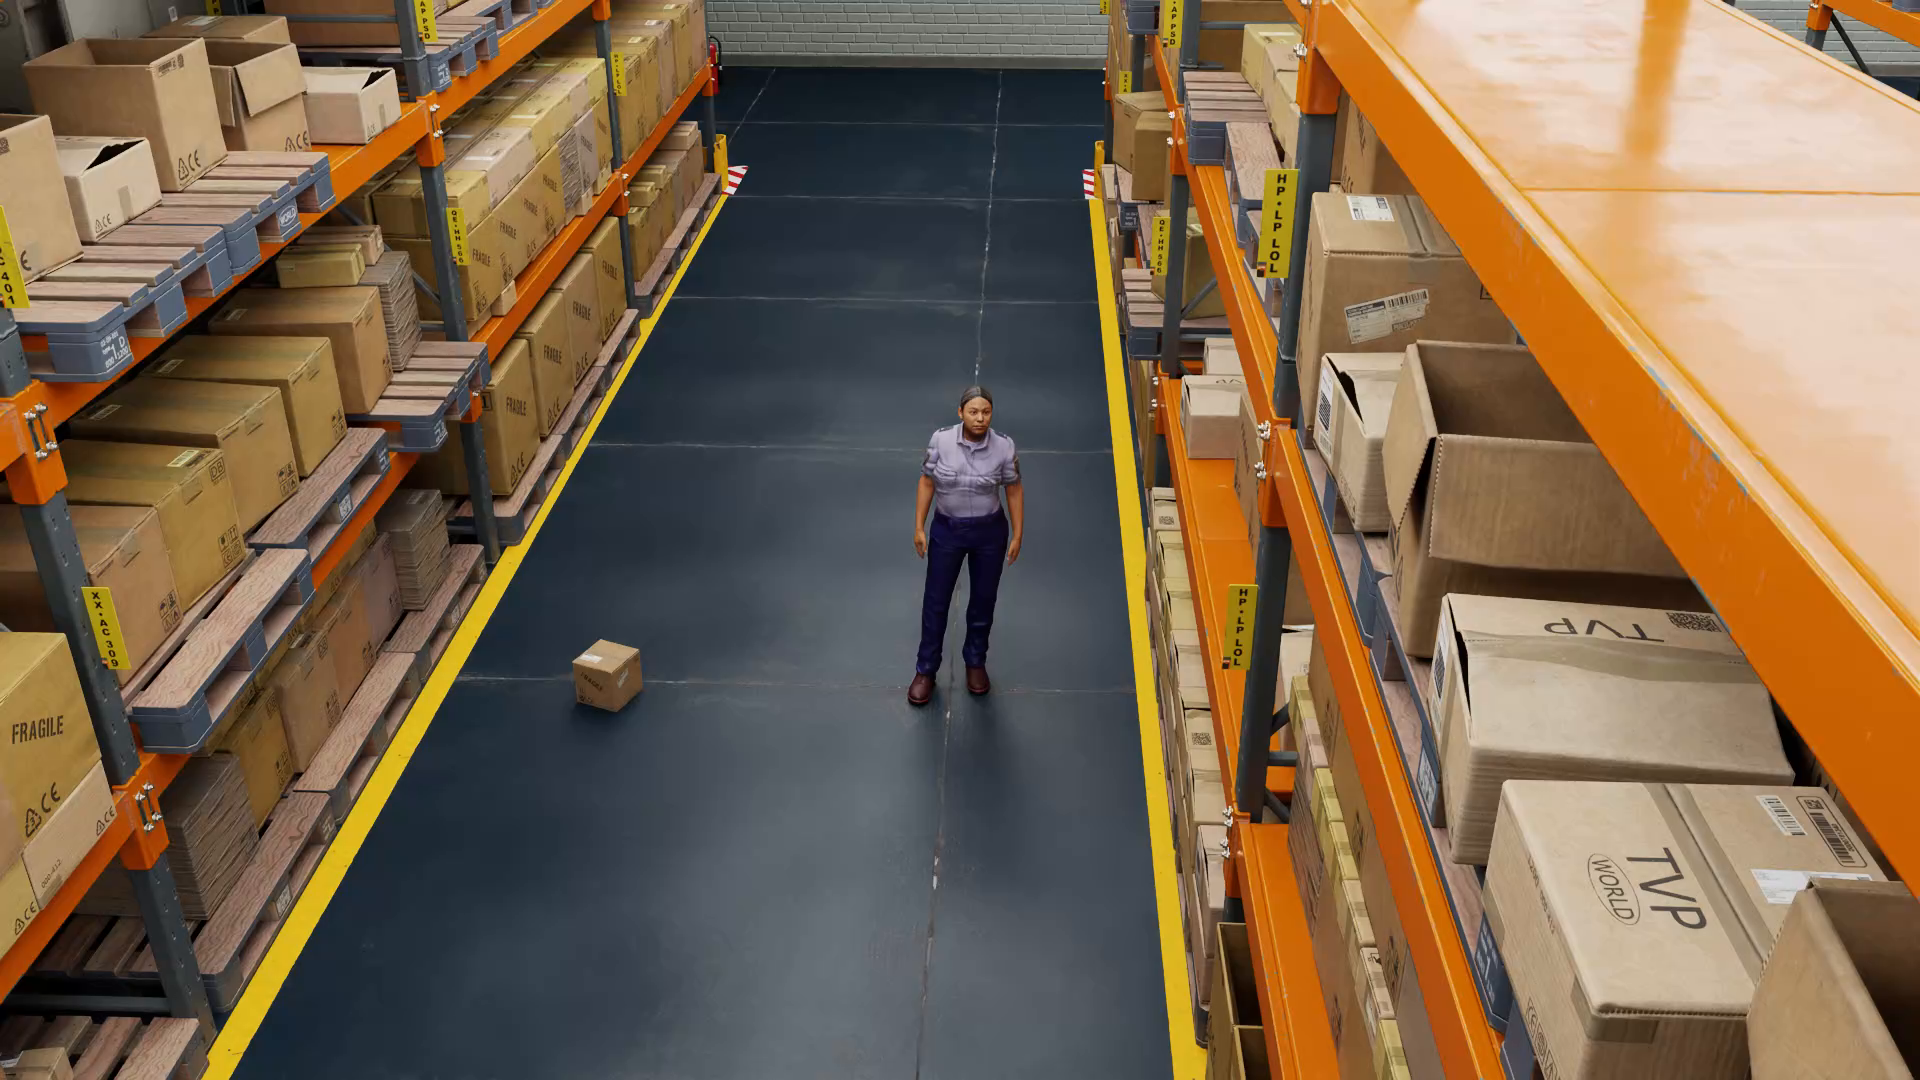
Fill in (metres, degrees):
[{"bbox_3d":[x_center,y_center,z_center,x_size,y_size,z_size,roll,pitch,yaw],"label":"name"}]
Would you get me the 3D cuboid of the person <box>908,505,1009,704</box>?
[{"bbox_3d":[-0.011,0.304,8.706,0.525,1.029,0.500,1,28,1],"label":"person"}]
